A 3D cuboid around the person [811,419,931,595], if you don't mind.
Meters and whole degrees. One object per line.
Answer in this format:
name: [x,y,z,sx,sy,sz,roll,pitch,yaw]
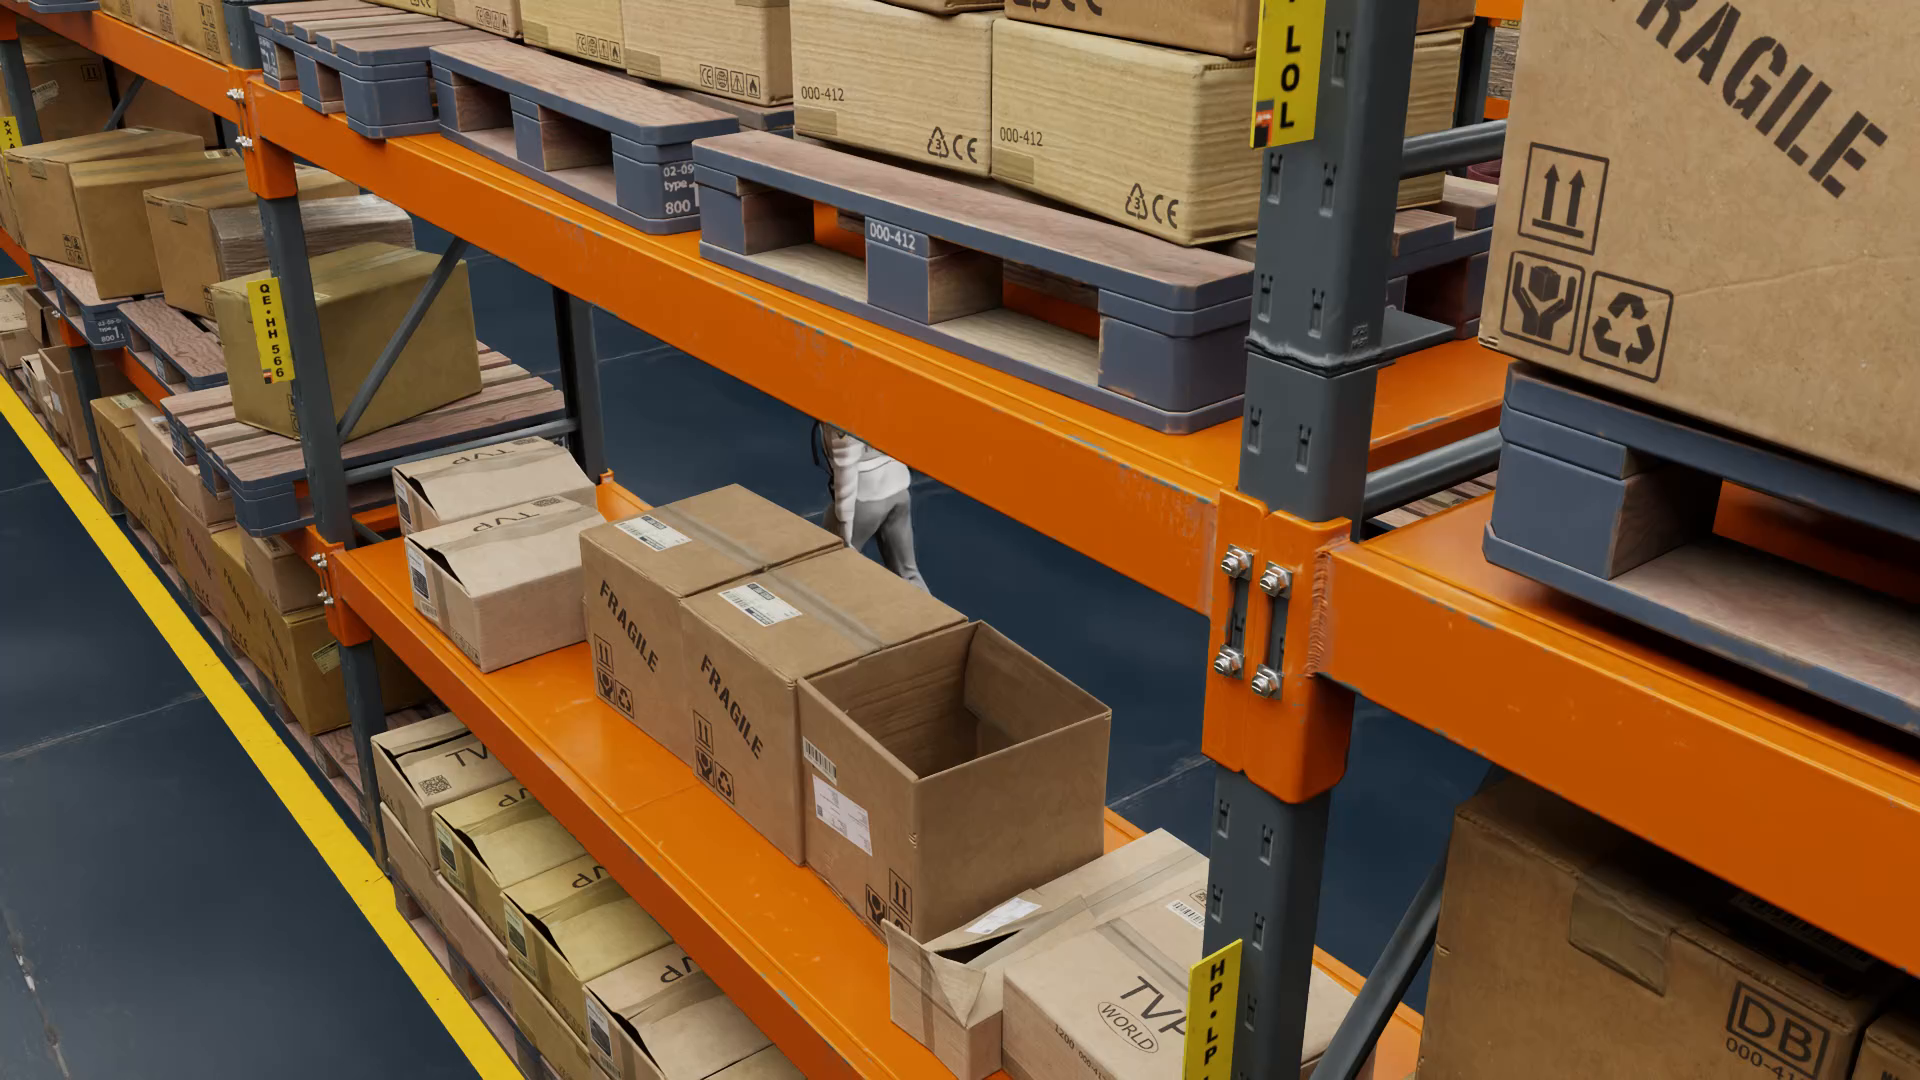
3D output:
person: [-0.403,-0.167,6.961,0.741,1.651,0.561,15,29,30]
